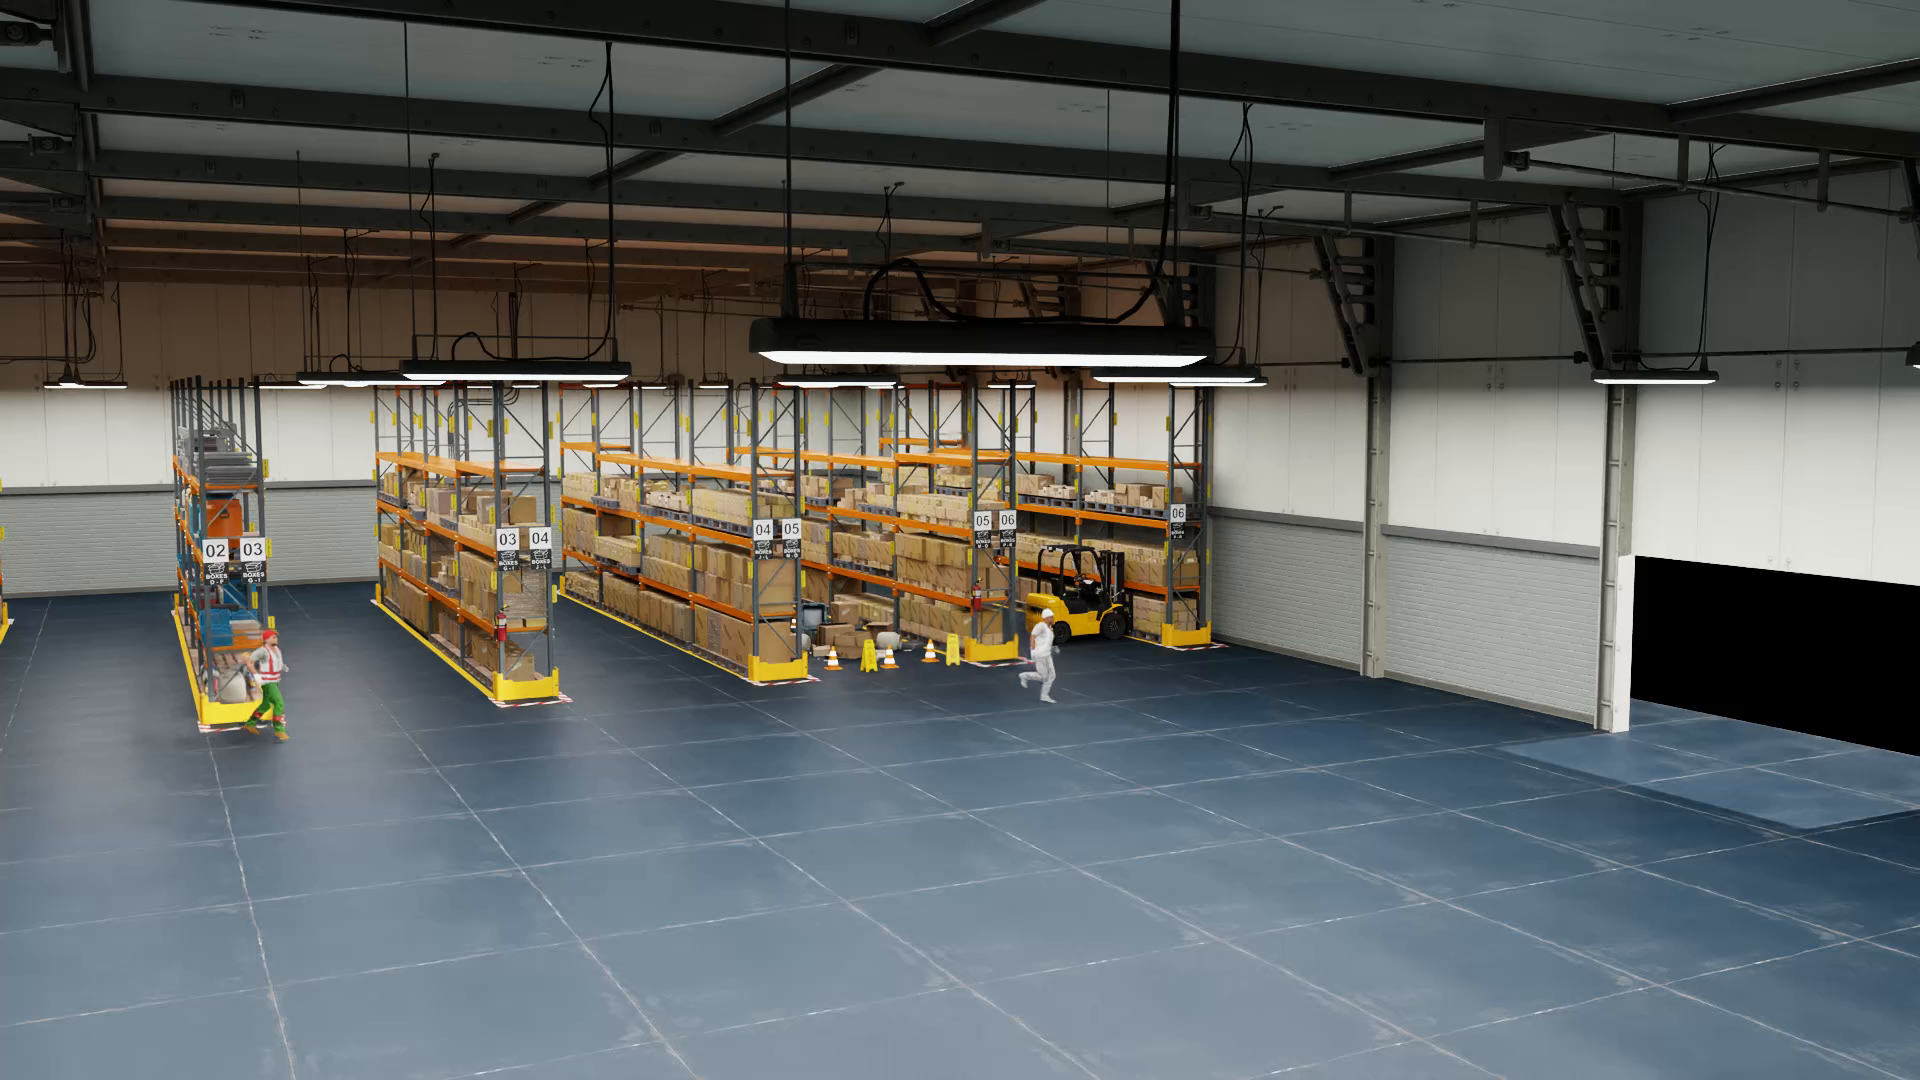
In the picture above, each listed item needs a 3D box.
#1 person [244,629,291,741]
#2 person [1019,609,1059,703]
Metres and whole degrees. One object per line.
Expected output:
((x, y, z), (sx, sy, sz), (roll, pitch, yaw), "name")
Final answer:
((-11.447, 2.383, 27.518), (0.845, 1.822, 0.669), (0, 5, 3), "person")
((1.459, 2.138, 30.845), (0.730, 1.742, 0.713), (2, 6, 26), "person")
